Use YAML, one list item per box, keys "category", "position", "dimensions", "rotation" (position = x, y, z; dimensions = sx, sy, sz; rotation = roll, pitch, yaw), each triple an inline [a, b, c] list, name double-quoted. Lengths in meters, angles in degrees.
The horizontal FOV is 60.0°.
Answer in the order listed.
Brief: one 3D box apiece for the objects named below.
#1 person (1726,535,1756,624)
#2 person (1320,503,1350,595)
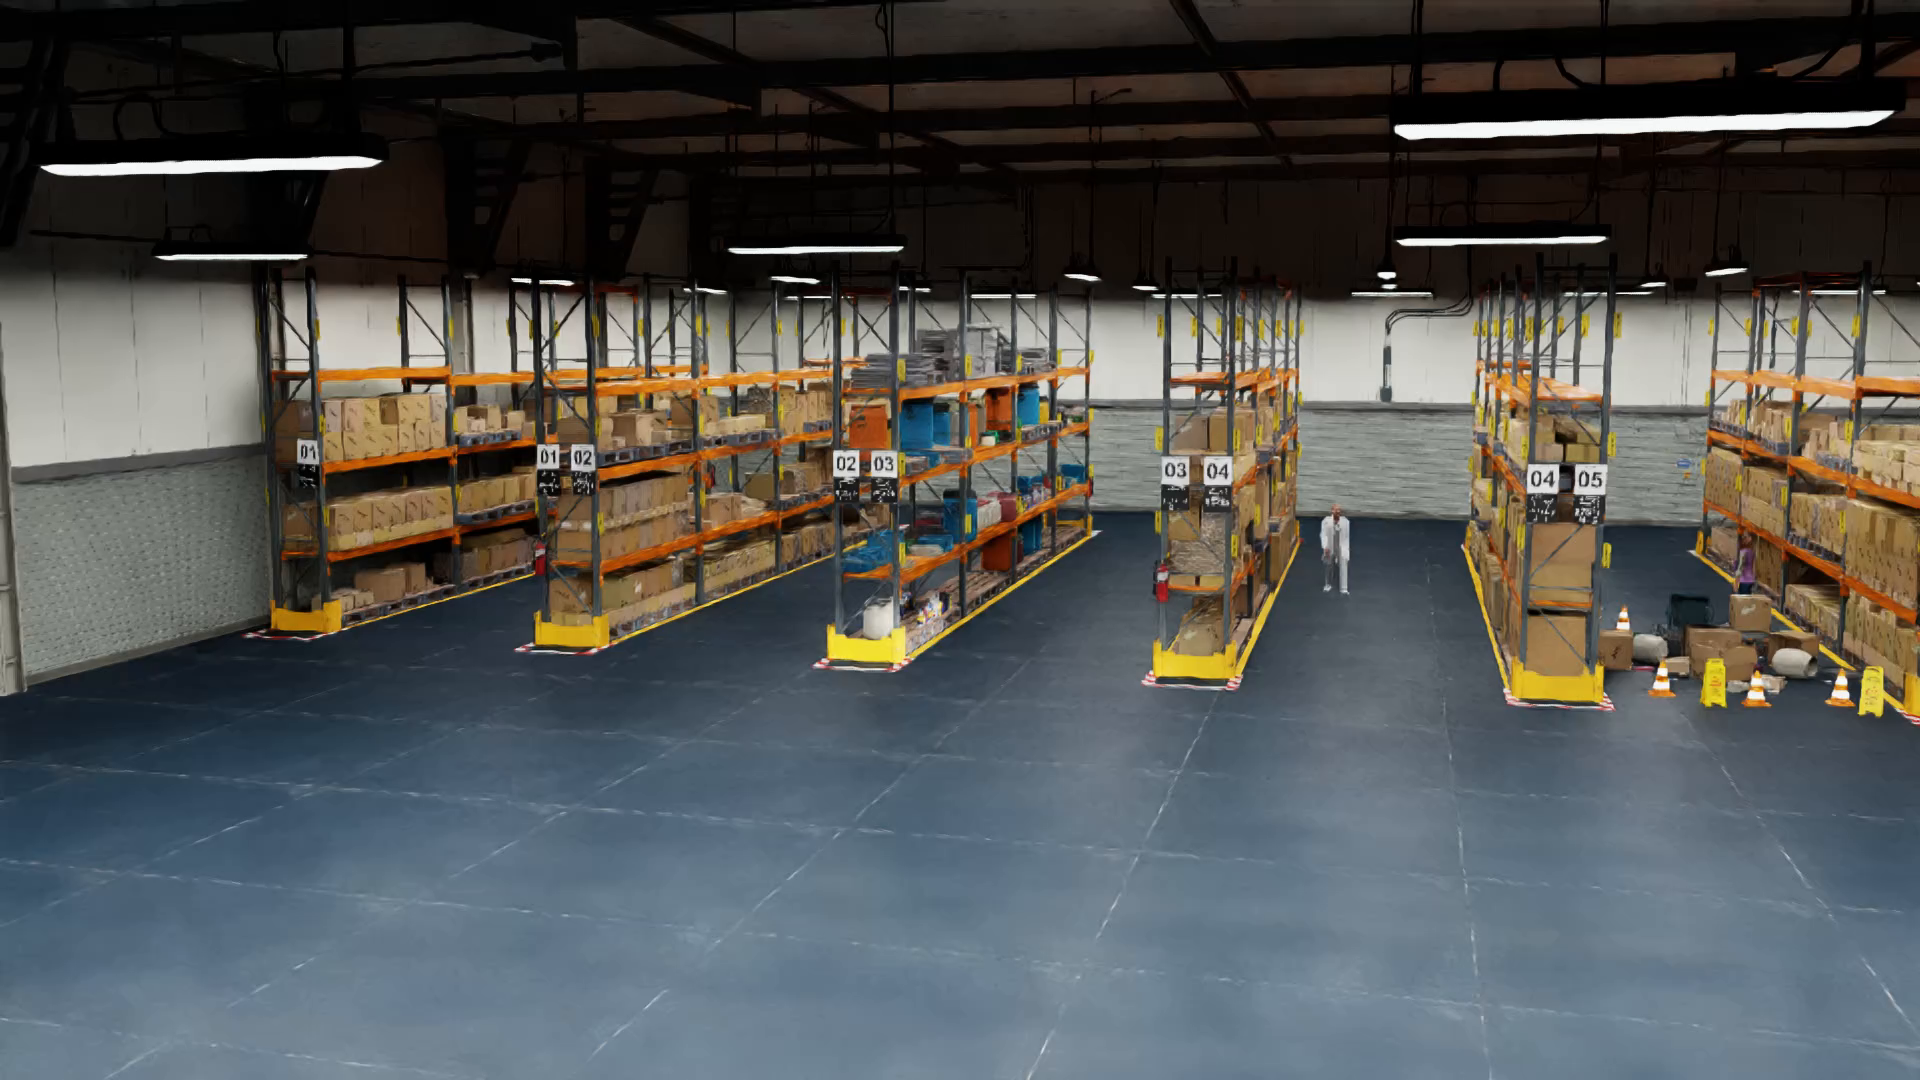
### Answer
- category: "person"
  position: [12.979, 0.709, 27.573]
  dimensions: [0.532, 1.588, 0.536]
  rotation: [6, 10, 40]
- category: "person"
  position: [7.076, 0.160, 31.370]
  dimensions: [0.580, 1.715, 1.102]
  rotation: [1, 7, 7]
